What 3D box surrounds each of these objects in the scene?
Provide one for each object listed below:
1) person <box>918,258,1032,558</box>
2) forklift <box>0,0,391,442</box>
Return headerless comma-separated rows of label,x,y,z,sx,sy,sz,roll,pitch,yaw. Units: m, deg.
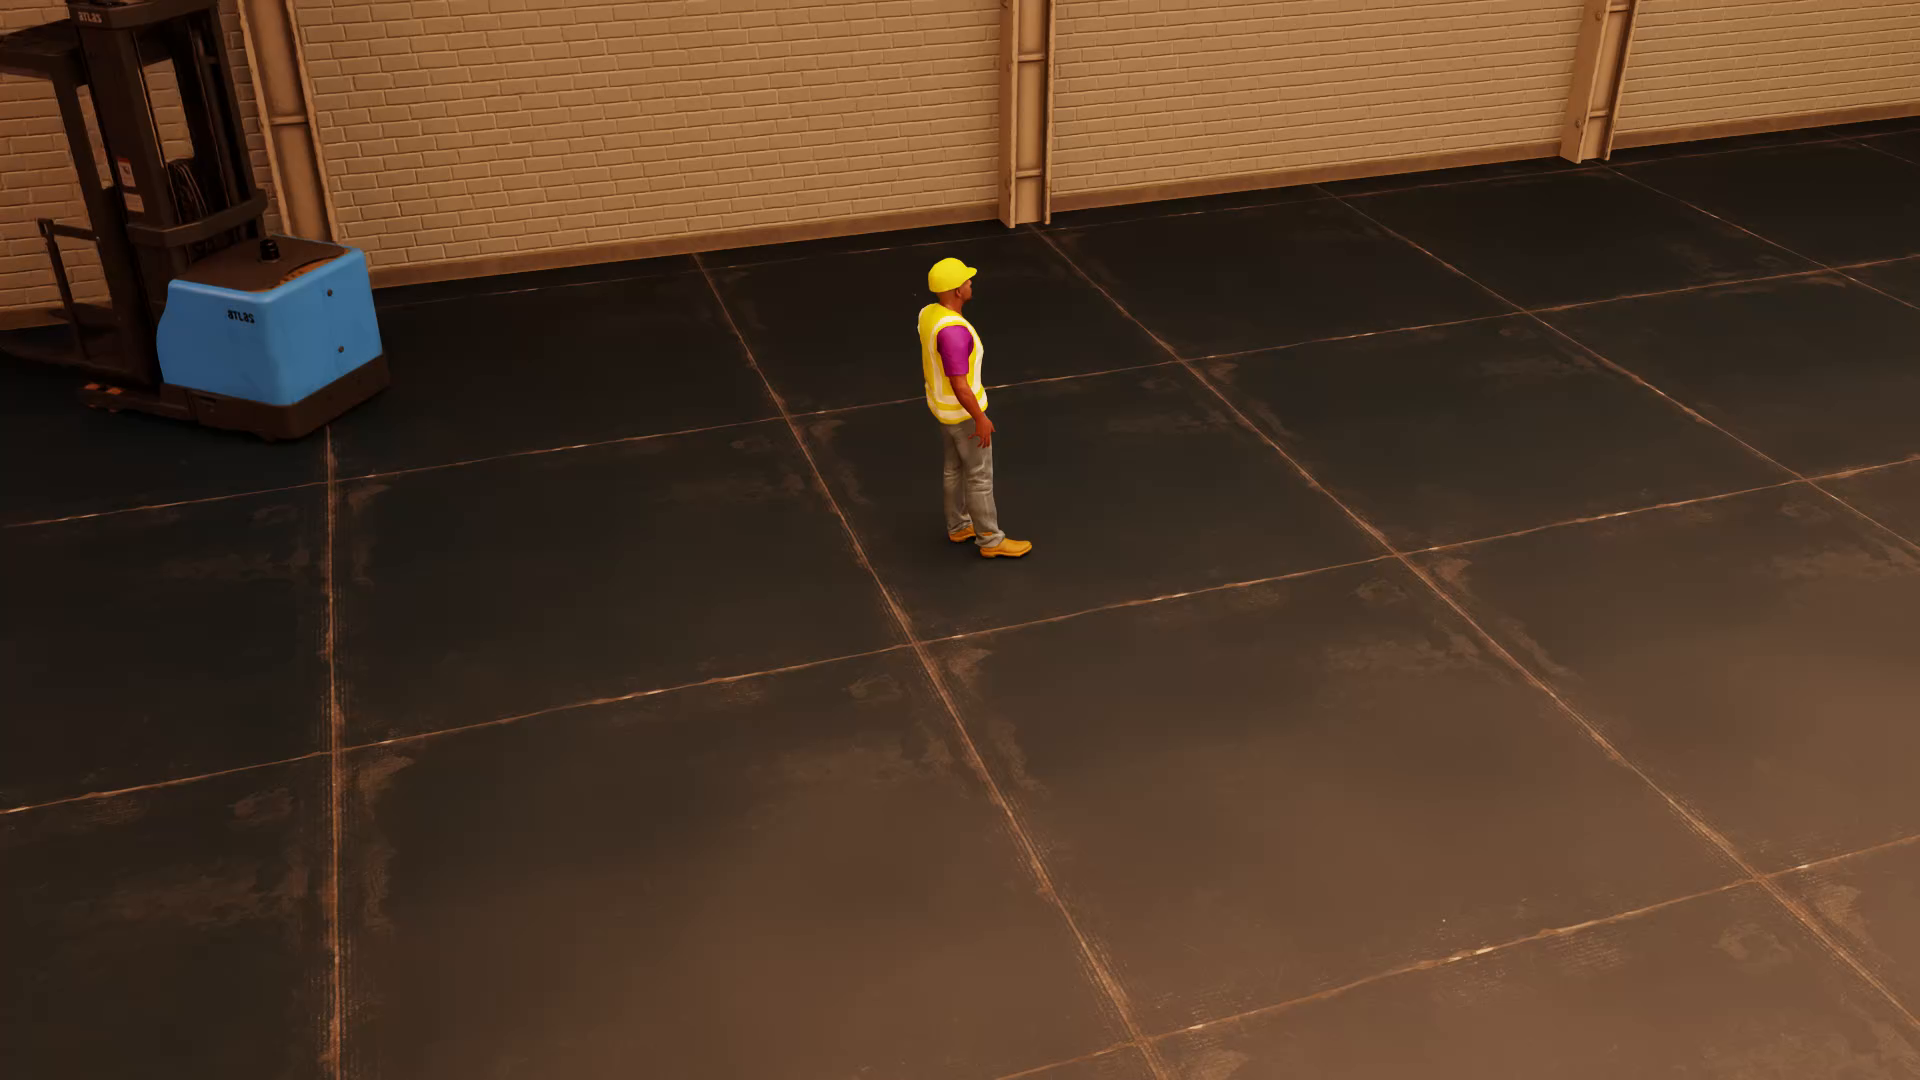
person,0.068,-0.780,9.596,0.577,1.765,0.665,-10,31,-16
forklift,-5.611,-2.387,11.236,3.031,2.935,1.130,12,32,19
